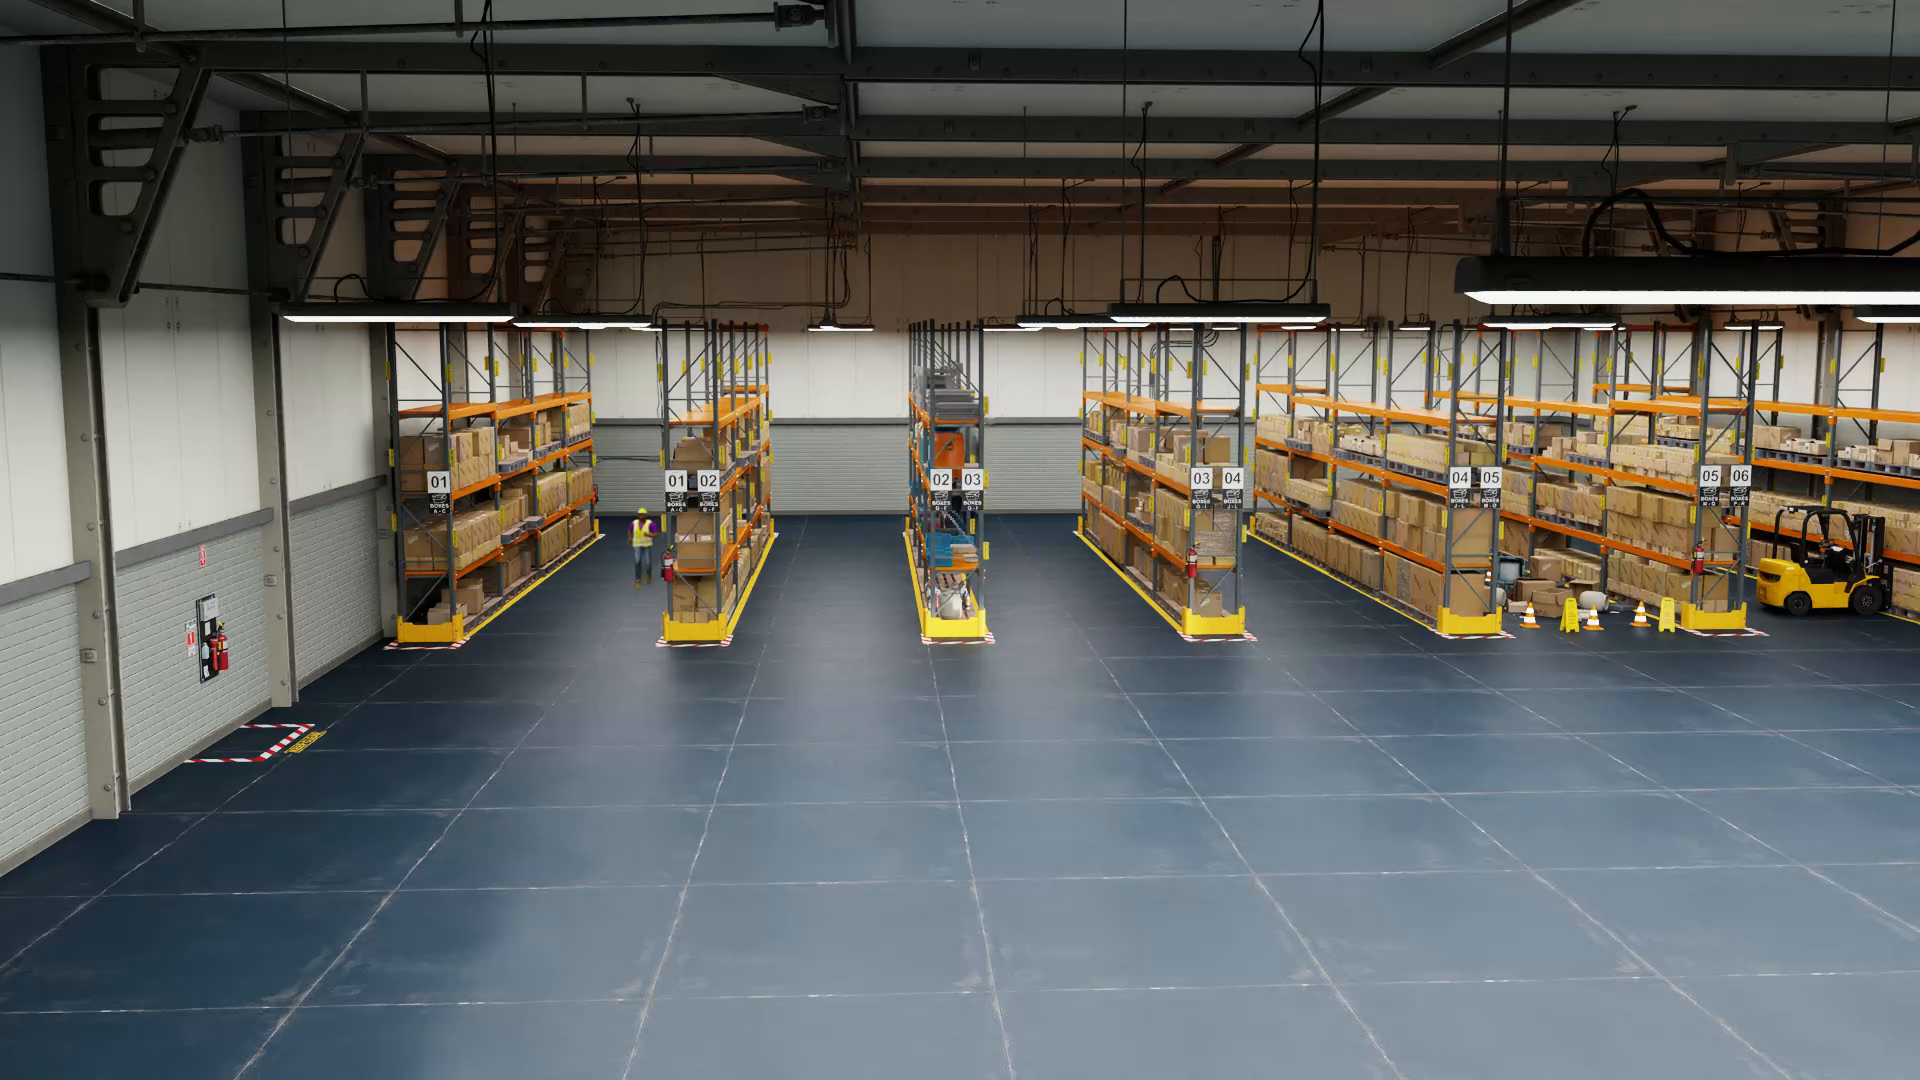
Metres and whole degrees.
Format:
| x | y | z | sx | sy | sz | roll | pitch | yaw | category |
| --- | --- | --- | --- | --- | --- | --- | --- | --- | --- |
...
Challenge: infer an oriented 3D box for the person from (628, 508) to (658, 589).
| x | y | z | sx | sy | sz | roll | pitch | yaw | category |
| --- | --- | --- | --- | --- | --- | --- | --- | --- | --- |
| -7.190 | 0.165 | 37.695 | 0.692 | 1.781 | 0.922 | 0 | 7 | -4 | person |

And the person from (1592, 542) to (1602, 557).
| x | y | z | sx | sy | sz | roll | pitch | yaw | category |
| --- | --- | --- | --- | --- | --- | --- | --- | --- | --- |
| 15.863 | -0.172 | 41.171 | 0.618 | 1.684 | 0.761 | -1 | 7 | -6 | person |

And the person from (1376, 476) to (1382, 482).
| x | y | z | sx | sy | sz | roll | pitch | yaw | category |
| --- | --- | --- | --- | --- | --- | --- | --- | --- | --- |
| 12.834 | -1.173 | 49.511 | 0.909 | 1.670 | 0.657 | 1 | 7 | 10 | person |
